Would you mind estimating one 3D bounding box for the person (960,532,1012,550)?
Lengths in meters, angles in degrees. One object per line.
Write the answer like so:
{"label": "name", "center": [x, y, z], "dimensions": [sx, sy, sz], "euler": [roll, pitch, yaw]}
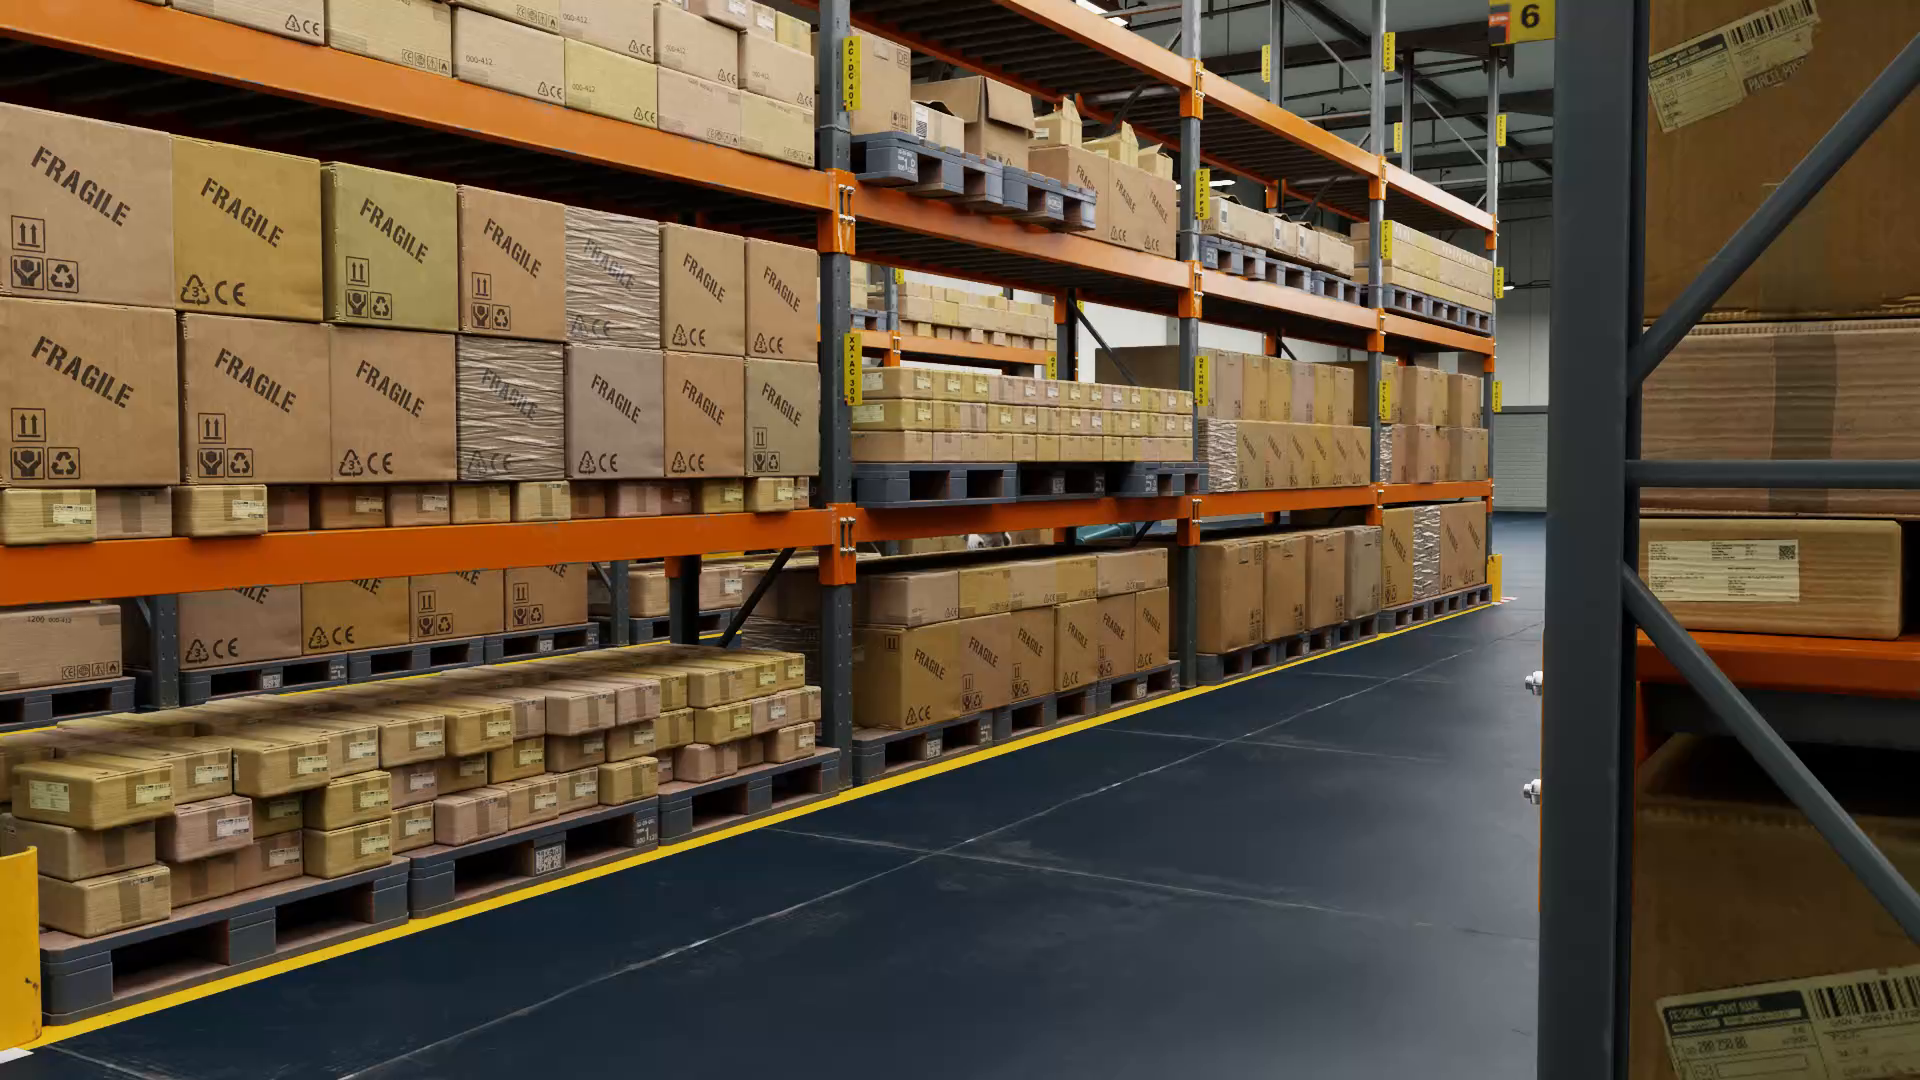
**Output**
{"label": "person", "center": [0.225, -0.016, 13.501], "dimensions": [0.448, 1.780, 0.608], "euler": [2, 3, 31]}
